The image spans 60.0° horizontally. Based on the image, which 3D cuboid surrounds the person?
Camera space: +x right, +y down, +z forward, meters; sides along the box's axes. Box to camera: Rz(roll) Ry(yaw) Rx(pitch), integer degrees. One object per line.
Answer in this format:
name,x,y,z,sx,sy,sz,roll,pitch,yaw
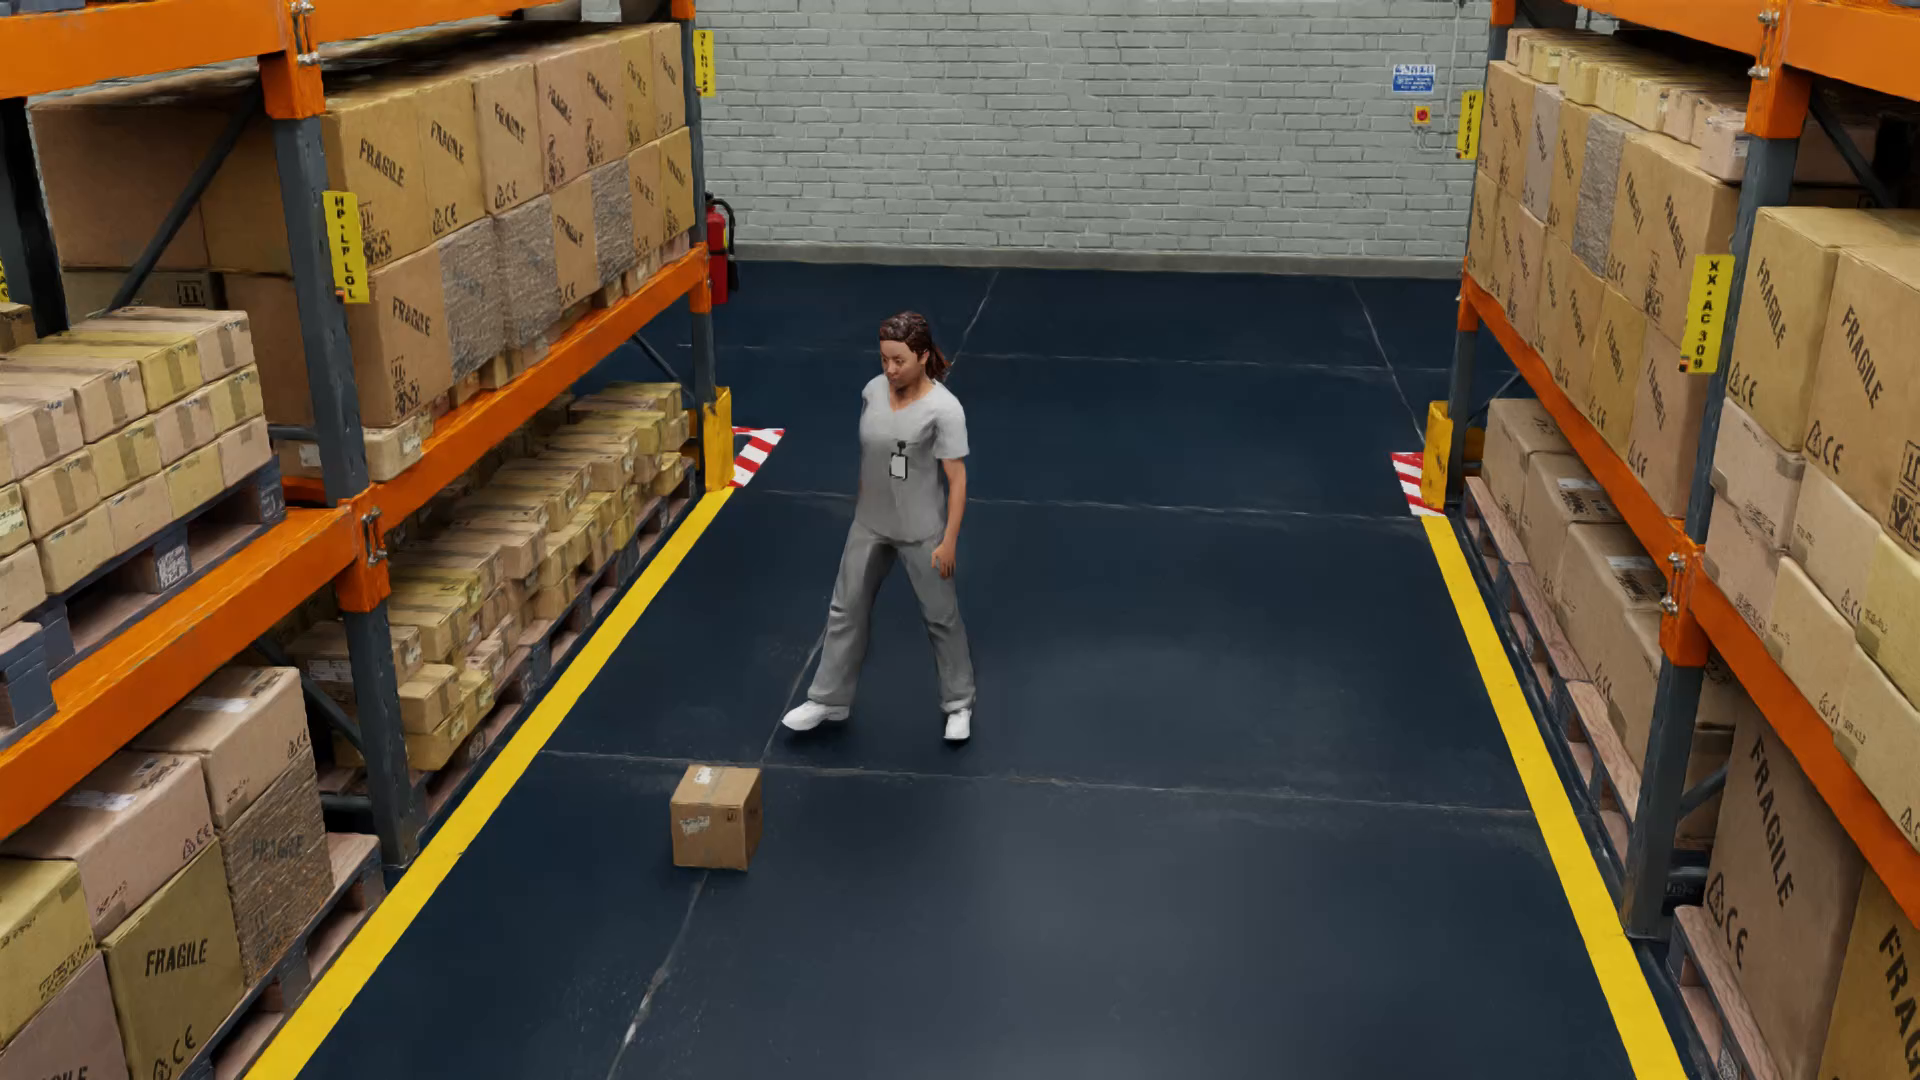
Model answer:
person,-0.268,-0.044,6.150,0.629,1.663,0.618,14,25,32
